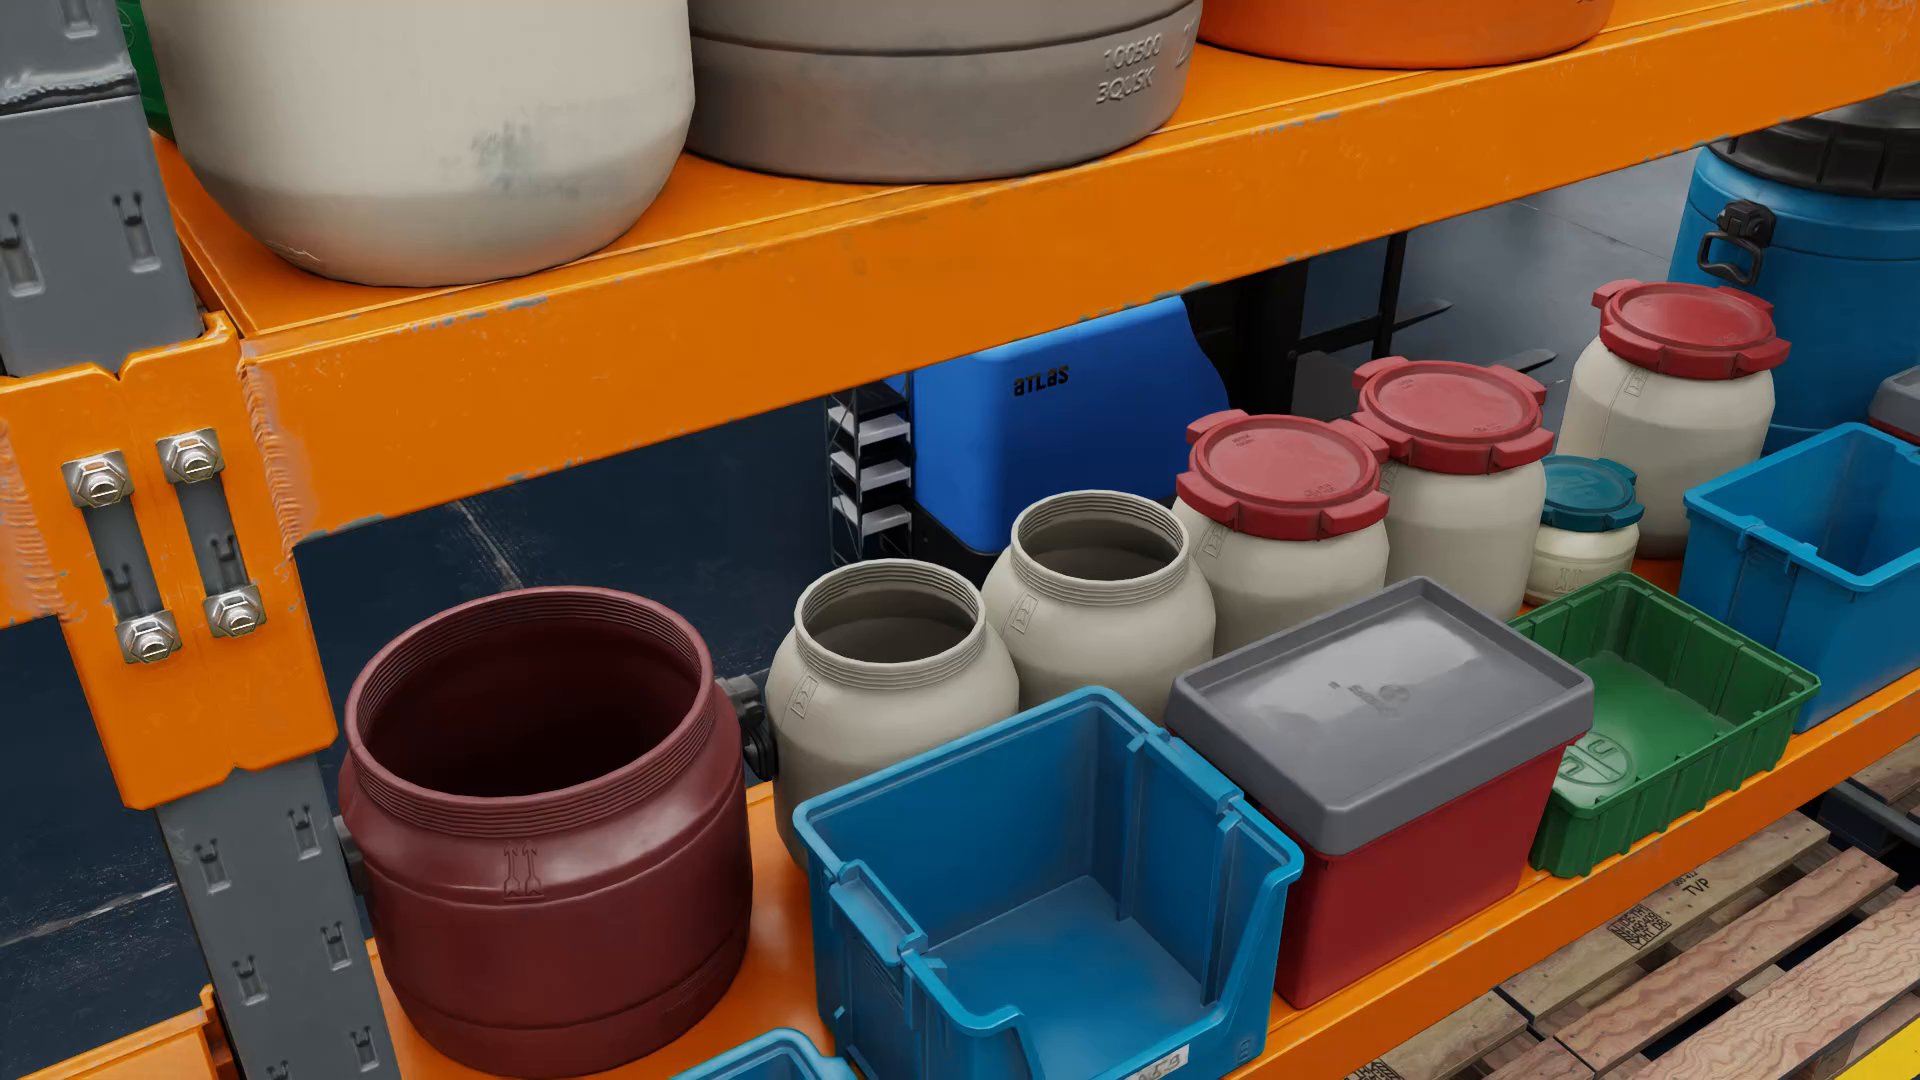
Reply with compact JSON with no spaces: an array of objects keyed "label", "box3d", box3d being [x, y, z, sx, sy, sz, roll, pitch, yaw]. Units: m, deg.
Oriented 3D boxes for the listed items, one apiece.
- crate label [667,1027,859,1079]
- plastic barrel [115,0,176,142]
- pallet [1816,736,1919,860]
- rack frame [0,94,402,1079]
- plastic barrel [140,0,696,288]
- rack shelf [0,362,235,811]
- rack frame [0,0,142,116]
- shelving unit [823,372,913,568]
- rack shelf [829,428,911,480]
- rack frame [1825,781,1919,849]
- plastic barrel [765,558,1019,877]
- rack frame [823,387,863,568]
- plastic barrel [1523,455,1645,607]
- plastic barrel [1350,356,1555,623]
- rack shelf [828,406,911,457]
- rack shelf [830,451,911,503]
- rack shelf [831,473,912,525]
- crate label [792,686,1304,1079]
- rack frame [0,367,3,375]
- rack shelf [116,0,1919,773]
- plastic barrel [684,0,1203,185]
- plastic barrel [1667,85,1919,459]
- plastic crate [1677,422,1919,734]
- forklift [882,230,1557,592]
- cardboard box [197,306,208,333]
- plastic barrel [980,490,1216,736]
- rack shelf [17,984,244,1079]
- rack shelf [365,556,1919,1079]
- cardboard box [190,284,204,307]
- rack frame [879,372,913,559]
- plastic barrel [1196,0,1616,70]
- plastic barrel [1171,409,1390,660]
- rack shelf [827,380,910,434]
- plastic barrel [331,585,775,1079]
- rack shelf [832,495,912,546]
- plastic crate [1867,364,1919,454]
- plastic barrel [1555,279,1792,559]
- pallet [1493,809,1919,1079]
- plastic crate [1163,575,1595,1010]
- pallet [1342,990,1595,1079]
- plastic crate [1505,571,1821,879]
[{"label":"crate label","box3d":[-0.304,0.887,2.189,0.416,0.233,0.303,-19,37,-27]},{"label":"plastic barrel","box3d":[-0.681,-0.527,1.608,0.294,0.245,0.294,0,32,0]},{"label":"pallet","box3d":[3.088,0.618,5.073,1.213,0.211,1.003,-19,37,-27]},{"label":"rack frame","box3d":[-0.861,0.770,2.218,0.127,3.000,1.000,-19,37,-27]},{"label":"plastic barrel","box3d":[-0.434,-0.498,1.312,0.421,0.512,0.421,0,32,0]},{"label":"rack shelf","box3d":[-2.542,0.384,0.693,4.000,0.370,1.077,-19,37,-27]},{"label":"rack frame","box3d":[-0.861,-1.767,0.617,0.127,3.000,1.000,-19,37,-27]},{"label":"shelving unit","box3d":[-0.322,-0.274,5.841,0.210,0.900,0.258,-18,37,-26]},{"label":"rack shelf","box3d":[-0.322,-0.322,5.810,0.200,0.077,0.258,-18,37,-26]},{"label":"rack frame","box3d":[2.501,-0.386,4.051,0.127,3.000,1.000,-19,37,-27]},{"label":"plastic barrel","box3d":[-0.112,0.330,2.811,0.421,0.512,0.421,0,32,0]},{"label":"rack frame","box3d":[-0.408,-0.245,5.795,0.006,0.900,0.240,-18,37,-26]},{"label":"plastic barrel","box3d":[1.306,-0.014,3.590,0.301,0.262,0.301,0,32,0]},{"label":"plastic barrel","box3d":[0.962,-0.053,3.396,0.433,0.535,0.433,0,32,0]},{"label":"rack shelf","box3d":[-0.322,-0.398,5.762,0.200,0.077,0.258,-18,37,-26]},{"label":"rack shelf","box3d":[-0.322,-0.246,5.858,0.200,0.077,0.258,-18,37,-26]},{"label":"rack shelf","box3d":[-0.322,-0.170,5.907,0.200,0.077,0.258,-18,37,-26]},{"label":"crate label","box3d":[0.121,0.589,2.471,0.616,0.435,0.502,-19,37,-27]},{"label":"rack frame","box3d":[-3.544,-1.451,5.739,0.127,3.000,1.000,-19,37,-27]},{"label":"rack shelf","box3d":[0.820,-0.772,2.526,4.000,0.370,1.077,-19,37,-27]},{"label":"plastic barrel","box3d":[-0.053,-0.851,1.506,0.600,0.901,0.600,0,32,0]},{"label":"plastic barrel","box3d":[2.012,-0.622,3.955,0.708,0.901,0.600,-19,37,-27]},{"label":"plastic crate","box3d":[1.742,0.079,3.328,0.575,0.384,0.392,-19,37,-27]},{"label":"forklift","box3d":[1.084,-1.566,5.986,3.031,2.935,1.130,-18,37,-26]},{"label":"cardboard box","box3d":[-2.992,-0.782,6.609,0.500,0.500,0.700,-21,38,-30]},{"label":"plastic barrel","box3d":[0.242,0.208,3.004,0.421,0.512,0.421,0,32,0]},{"label":"rack shelf","box3d":[-2.542,1.653,1.493,4.000,0.370,1.077,-19,37,-27]},{"label":"rack shelf","box3d":[0.820,0.496,3.326,4.000,0.370,1.077,-19,37,-27]},{"label":"cardboard box","box3d":[-2.998,-1.104,6.417,0.500,0.250,0.500,-17,36,-25]},{"label":"rack frame","box3d":[-0.235,-0.302,5.886,0.006,0.900,0.240,-18,37,-26]},{"label":"plastic barrel","box3d":[0.497,-1.009,1.825,0.708,0.830,0.600,-19,37,-27]},{"label":"plastic barrel","box3d":[0.598,0.072,3.197,0.433,0.535,0.433,0,32,0]},{"label":"rack shelf","box3d":[-0.322,-0.474,5.714,0.200,0.077,0.258,-18,37,-26]},{"label":"plastic barrel","box3d":[-0.635,0.443,2.609,0.708,0.536,0.600,-19,37,-27]},{"label":"rack shelf","box3d":[-0.322,-0.093,5.955,0.200,0.077,0.258,-18,37,-26]},{"label":"plastic crate","box3d":[2.260,-0.136,3.594,0.583,0.464,0.402,-19,37,-27]},{"label":"plastic barrel","box3d":[1.578,-0.265,3.732,0.433,0.535,0.433,0,32,0]},{"label":"pallet","box3d":[1.862,1.038,4.407,1.213,0.211,1.003,-19,37,-27]},{"label":"plastic crate","box3d":[0.663,0.413,2.724,0.583,0.464,0.402,-19,37,-27]},{"label":"pallet","box3d":[0.836,1.392,3.845,1.213,0.211,1.003,-19,37,-27]},{"label":"plastic crate","box3d":[1.190,0.333,3.109,0.662,0.188,0.450,-19,37,-27]}]
